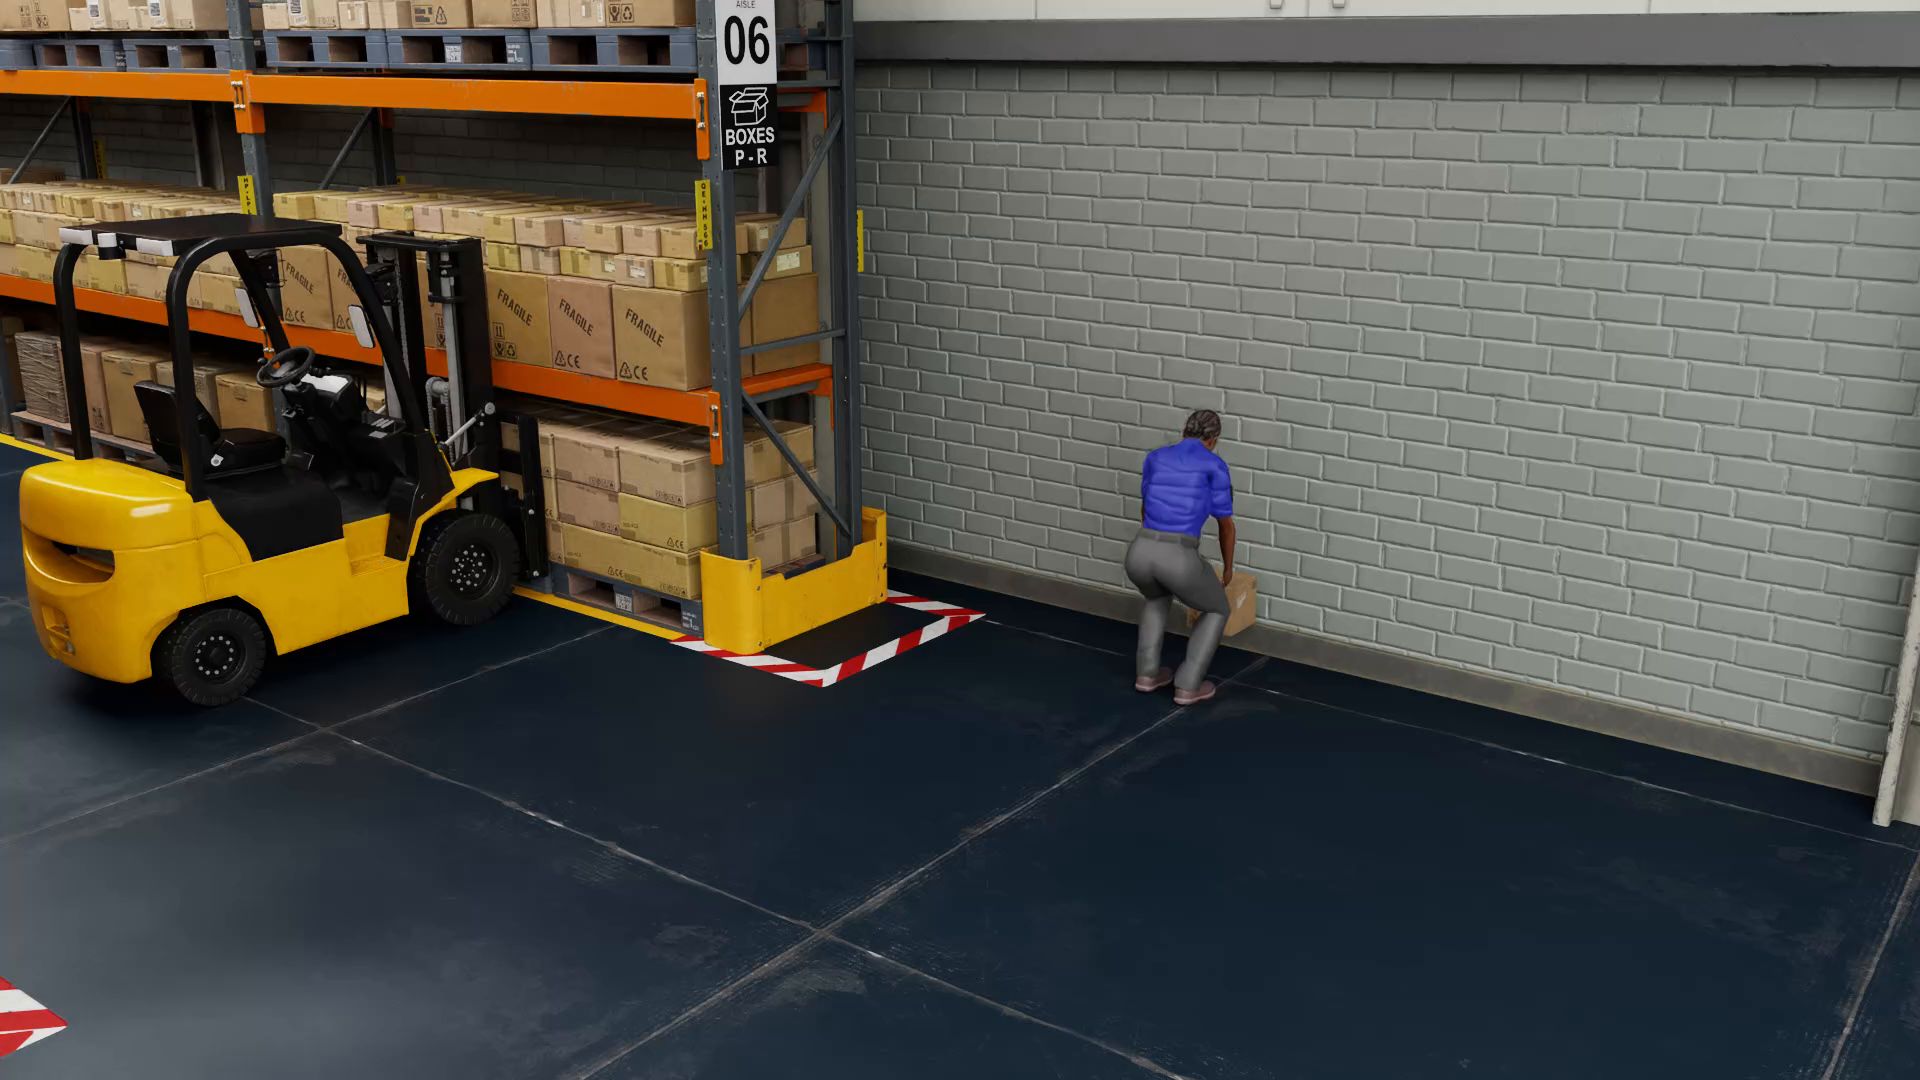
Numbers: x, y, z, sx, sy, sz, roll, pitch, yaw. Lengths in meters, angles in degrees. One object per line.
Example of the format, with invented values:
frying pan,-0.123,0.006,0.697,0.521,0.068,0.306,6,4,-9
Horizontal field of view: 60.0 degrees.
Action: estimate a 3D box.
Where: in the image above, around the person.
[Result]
person,1.020,0.080,7.860,0.496,1.336,0.652,12,21,35
